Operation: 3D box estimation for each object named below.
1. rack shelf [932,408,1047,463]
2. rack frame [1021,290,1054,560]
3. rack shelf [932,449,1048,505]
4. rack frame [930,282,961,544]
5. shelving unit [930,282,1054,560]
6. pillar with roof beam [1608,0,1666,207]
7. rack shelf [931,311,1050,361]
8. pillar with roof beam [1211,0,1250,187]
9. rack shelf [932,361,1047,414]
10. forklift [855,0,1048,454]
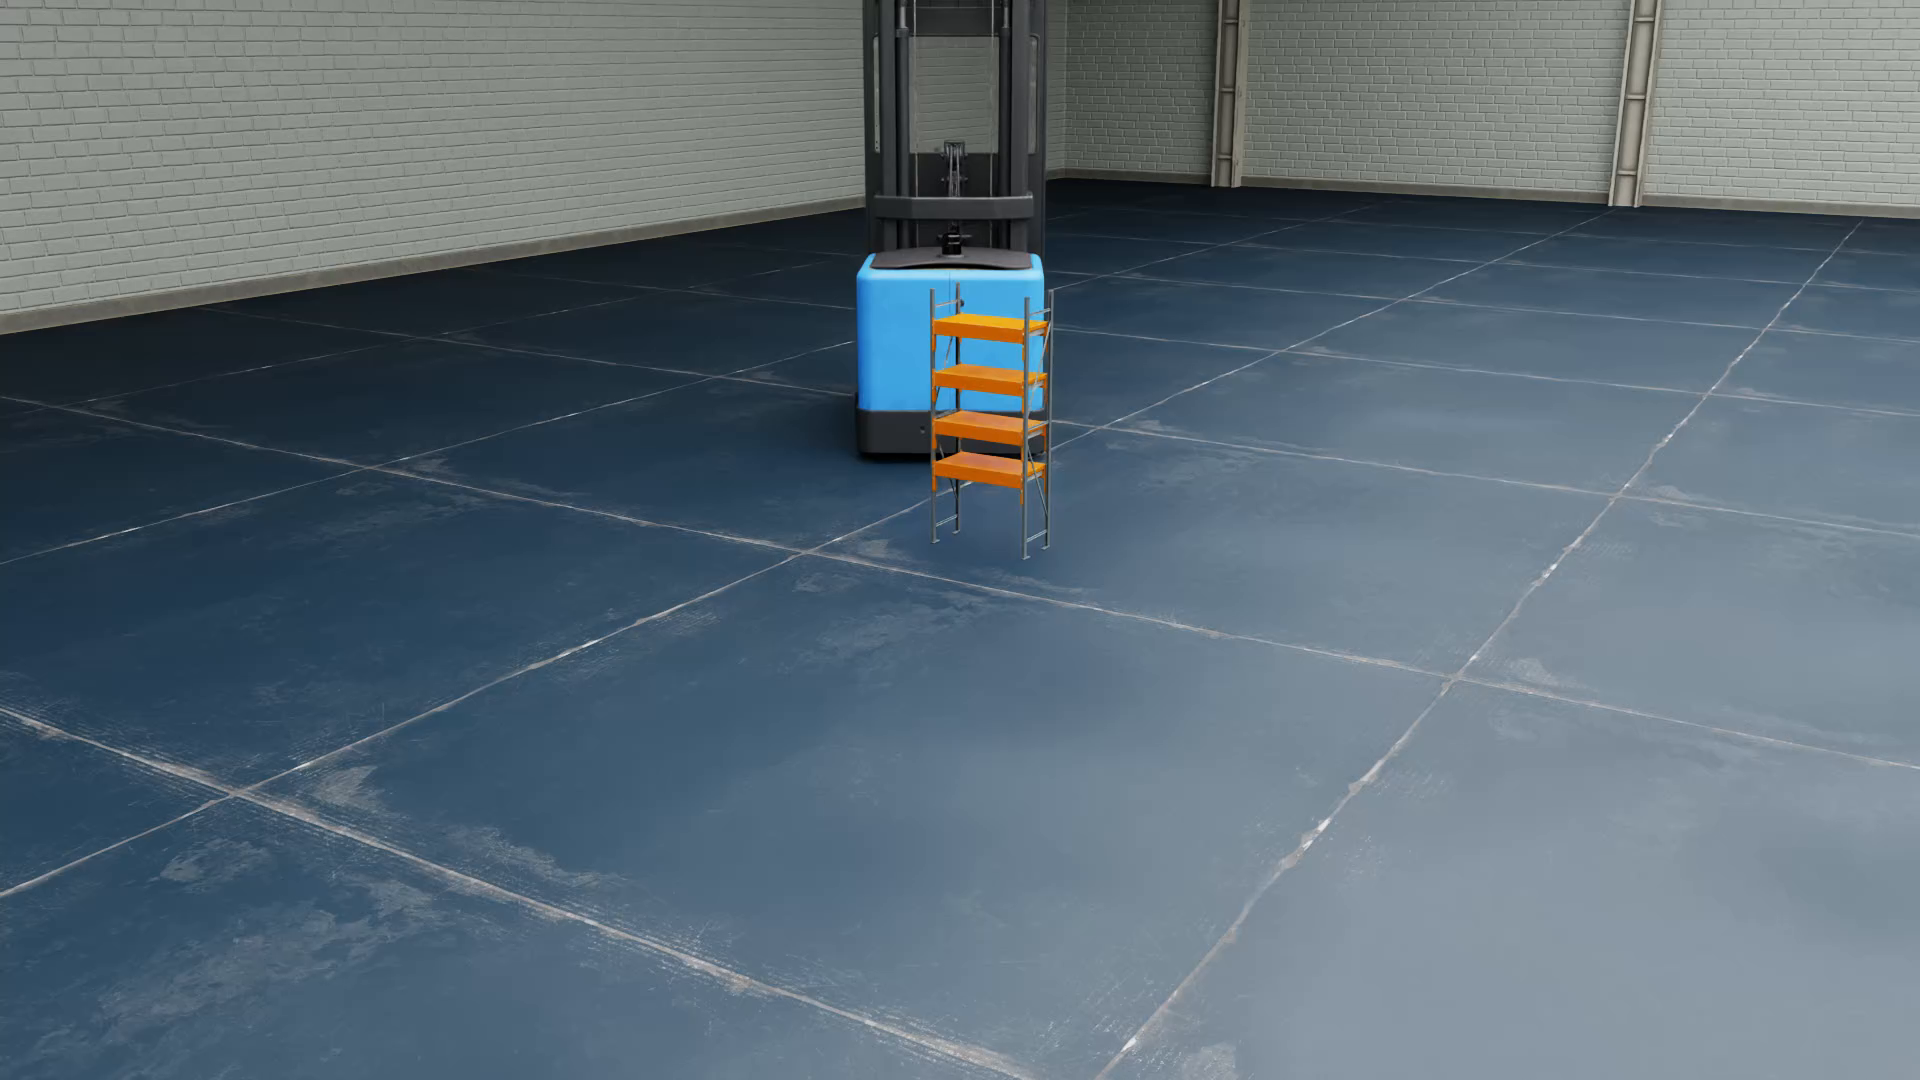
[{"bbox_3d":[0.141,-0.485,7.643,0.480,0.148,0.258,10,20,30],"label":"rack shelf"},{"bbox_3d":[0.349,-0.512,7.502,0.015,1.200,0.240,10,20,30],"label":"rack frame"},{"bbox_3d":[0.141,-0.295,7.701,0.480,0.148,0.258,10,20,30],"label":"rack shelf"},{"bbox_3d":[-0.067,-0.586,7.746,0.015,1.200,0.240,10,20,30],"label":"rack frame"},{"bbox_3d":[0.141,-0.549,7.624,0.503,1.200,0.258,10,20,30],"label":"shelving unit"},{"bbox_3d":[7.073,-7.933,18.513,0.400,9.000,9.100,10,20,30],"label":"pillar with roof beam"},{"bbox_3d":[0.141,-0.925,7.510,0.480,0.148,0.258,10,20,30],"label":"rack shelf"},{"bbox_3d":[1.961,-8.845,21.517,0.400,9.000,9.100,10,20,30],"label":"pillar with roof beam"},{"bbox_3d":[0.141,-0.699,7.578,0.480,0.148,0.258,10,20,30],"label":"rack shelf"},{"bbox_3d":[-0.022,-2.252,10.251,1.130,2.935,3.031,0,17,1],"label":"forklift"}]
